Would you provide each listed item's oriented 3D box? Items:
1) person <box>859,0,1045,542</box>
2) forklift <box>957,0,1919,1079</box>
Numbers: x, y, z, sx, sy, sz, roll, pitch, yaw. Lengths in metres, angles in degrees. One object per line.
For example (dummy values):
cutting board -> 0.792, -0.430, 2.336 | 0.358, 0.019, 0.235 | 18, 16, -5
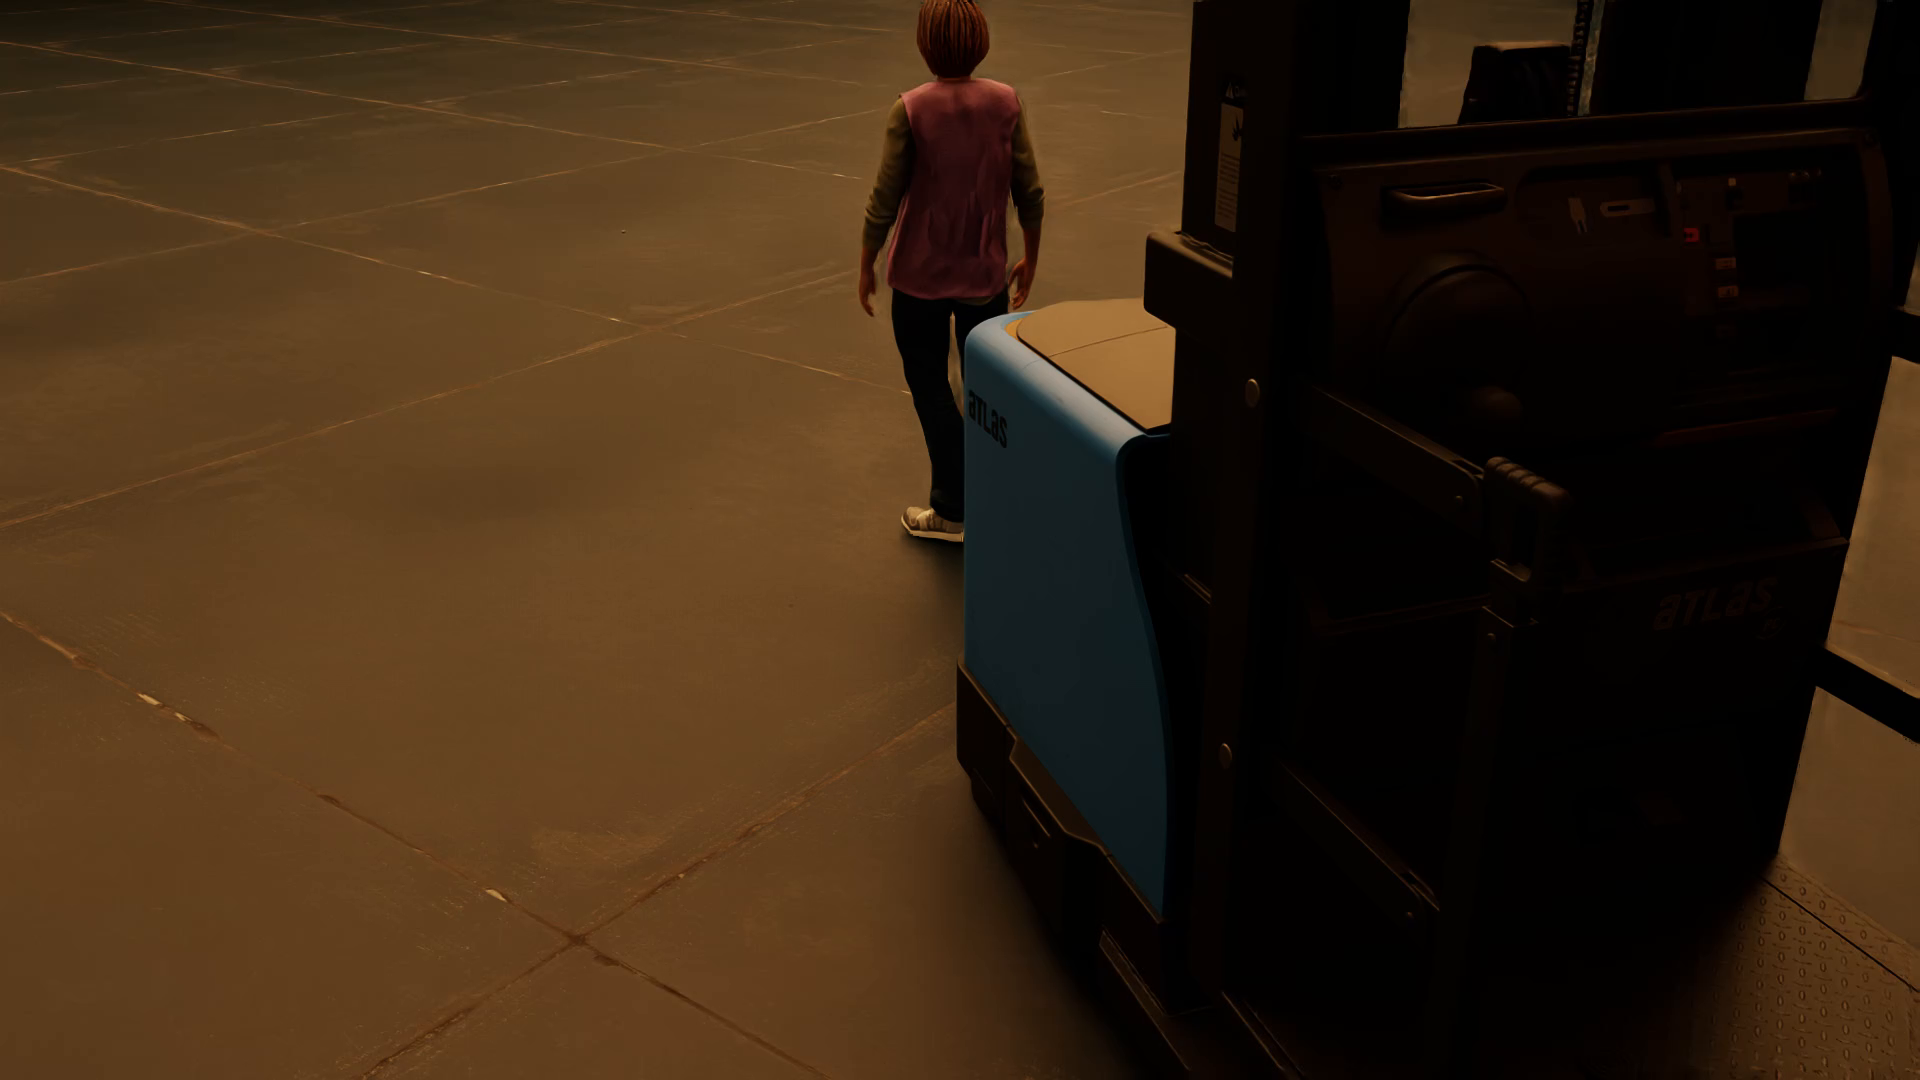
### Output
person -> -0.052, -0.775, 4.821 | 0.516, 1.590, 0.534 | -7, 24, -16
forklift -> 0.972, -0.328, 2.086 | 1.130, 2.935, 3.031 | -8, 25, -18
